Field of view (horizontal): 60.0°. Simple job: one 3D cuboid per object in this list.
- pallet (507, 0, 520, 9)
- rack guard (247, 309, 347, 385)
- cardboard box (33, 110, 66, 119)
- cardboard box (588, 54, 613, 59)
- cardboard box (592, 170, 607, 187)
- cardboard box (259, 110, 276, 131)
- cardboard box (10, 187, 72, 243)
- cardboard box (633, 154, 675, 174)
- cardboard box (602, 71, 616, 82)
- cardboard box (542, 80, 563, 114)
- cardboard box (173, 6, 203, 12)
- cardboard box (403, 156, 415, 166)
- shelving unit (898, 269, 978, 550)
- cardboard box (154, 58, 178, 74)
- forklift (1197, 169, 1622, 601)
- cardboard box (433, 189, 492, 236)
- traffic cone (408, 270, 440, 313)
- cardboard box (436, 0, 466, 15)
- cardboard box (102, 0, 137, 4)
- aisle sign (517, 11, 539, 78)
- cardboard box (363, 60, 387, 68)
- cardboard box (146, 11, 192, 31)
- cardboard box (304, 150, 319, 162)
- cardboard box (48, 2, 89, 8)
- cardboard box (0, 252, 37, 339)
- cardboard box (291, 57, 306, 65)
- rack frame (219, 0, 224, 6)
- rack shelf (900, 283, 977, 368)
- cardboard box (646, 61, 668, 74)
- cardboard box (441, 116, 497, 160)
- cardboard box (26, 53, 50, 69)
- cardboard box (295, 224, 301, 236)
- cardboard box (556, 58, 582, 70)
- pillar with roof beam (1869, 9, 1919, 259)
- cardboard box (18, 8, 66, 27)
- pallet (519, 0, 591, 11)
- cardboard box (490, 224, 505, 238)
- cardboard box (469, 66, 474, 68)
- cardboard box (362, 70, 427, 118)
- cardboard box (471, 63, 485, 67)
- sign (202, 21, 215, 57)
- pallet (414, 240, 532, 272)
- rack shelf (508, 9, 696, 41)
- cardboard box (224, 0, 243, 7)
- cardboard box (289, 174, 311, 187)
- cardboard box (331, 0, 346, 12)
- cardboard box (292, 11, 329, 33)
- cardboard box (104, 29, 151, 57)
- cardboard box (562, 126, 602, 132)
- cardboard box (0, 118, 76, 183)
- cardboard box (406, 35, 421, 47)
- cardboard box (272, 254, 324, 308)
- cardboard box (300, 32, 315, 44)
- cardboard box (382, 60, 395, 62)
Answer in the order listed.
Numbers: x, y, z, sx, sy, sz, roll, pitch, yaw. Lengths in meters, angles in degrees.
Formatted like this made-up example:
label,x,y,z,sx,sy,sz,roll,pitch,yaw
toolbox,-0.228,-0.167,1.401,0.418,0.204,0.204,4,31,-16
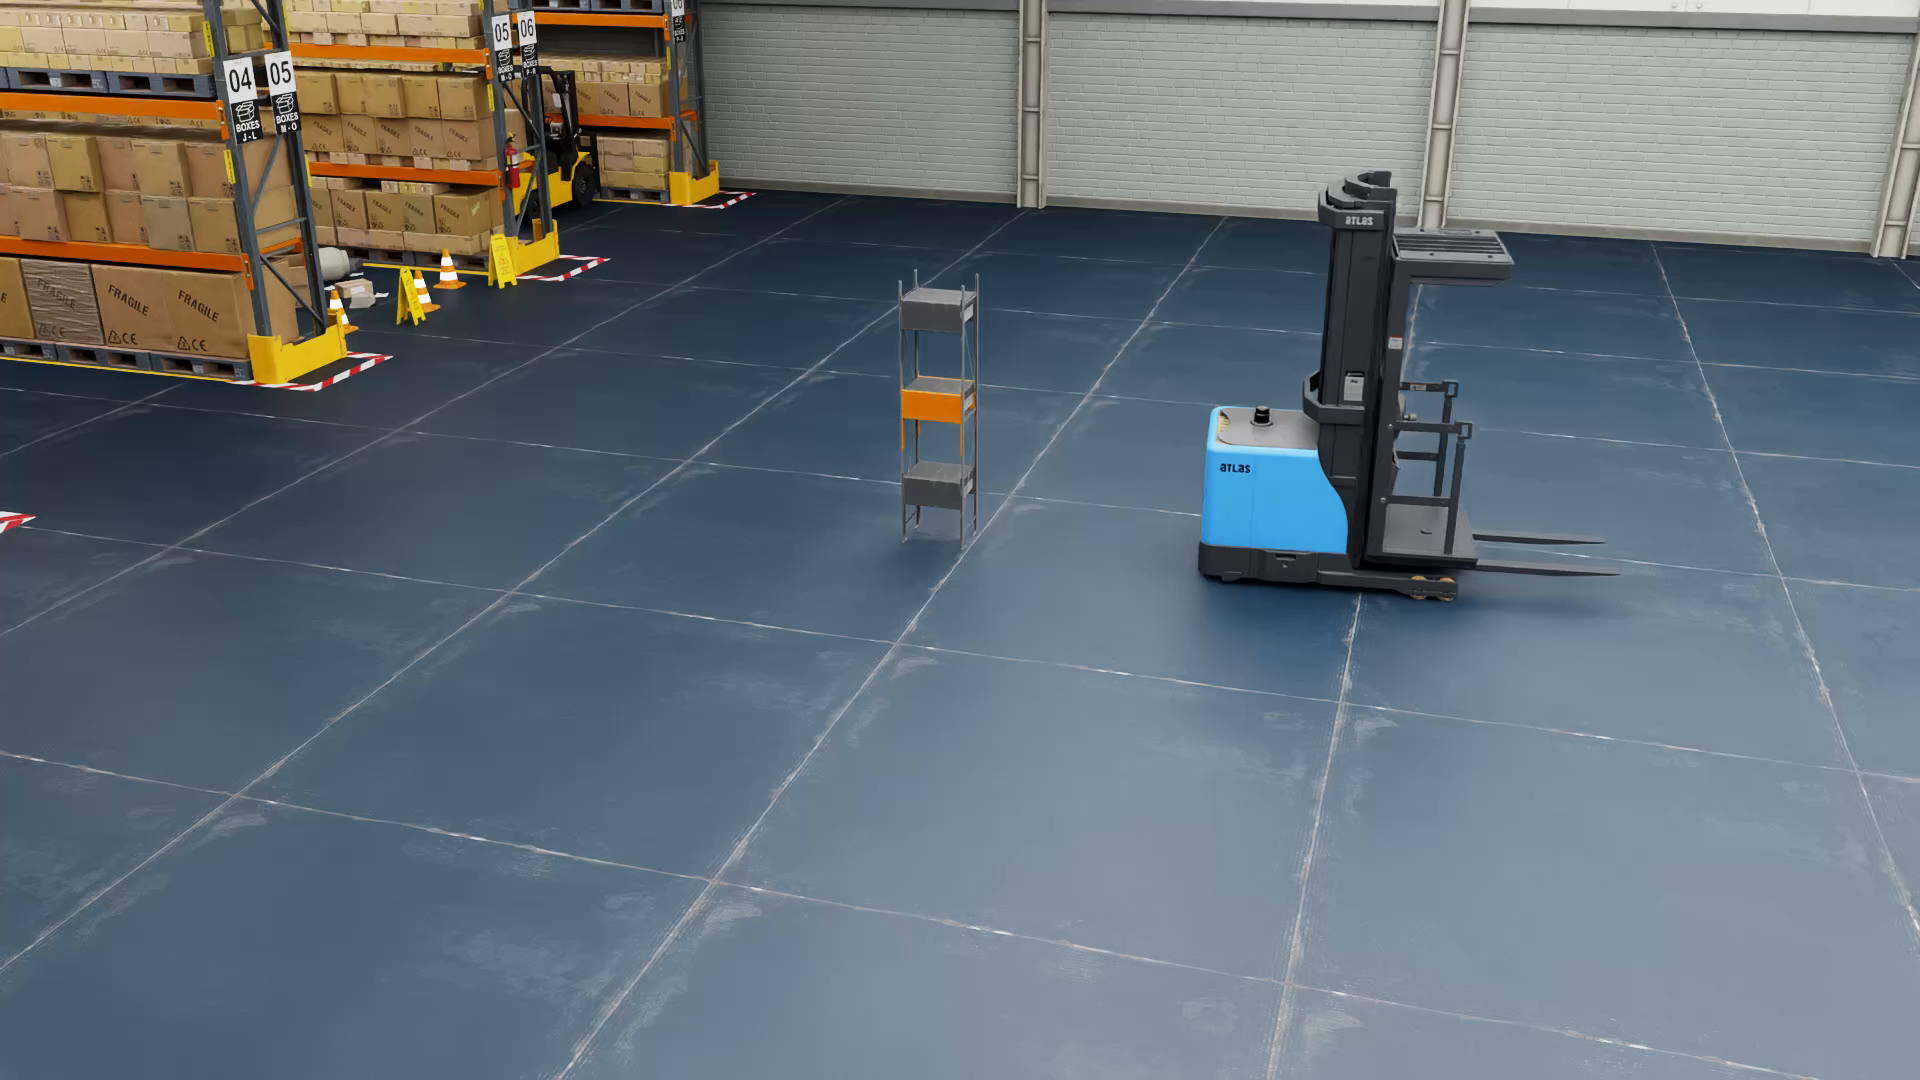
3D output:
label,x,y,z,sx,sy,sz,roll,pitch,yaw
pallet,-7.232,-8.525,26.169,1.213,0.211,1.003,7,23,16
rack guard,-6.967,-2.051,17.516,0.348,0.500,1.175,7,23,16
cardboard box,-12.451,-6.087,22.984,0.500,0.500,0.500,8,24,18
cardboard box,-5.699,-7.603,26.380,0.250,0.149,0.380,6,23,14
cardboard box,-5.718,-5.798,26.428,0.500,0.250,0.500,7,23,16
cardboard box,-9.146,-5.492,22.089,0.500,0.500,0.500,6,23,15
cardboard box,-9.447,-3.528,17.625,0.550,0.550,0.875,7,23,16
cardboard box,-4.783,-5.917,26.058,0.500,0.250,0.500,6,23,15
cardboard box,-5.358,-7.205,25.801,0.250,0.149,0.380,6,23,15
cardboard box,-6.243,-6.996,26.145,0.500,0.500,0.500,7,23,16
cardboard box,-7.702,-5.299,16.783,0.250,0.149,0.380,6,23,15
cardboard box,-7.051,-4.986,21.710,0.250,0.149,0.380,7,23,16
shelving unit,-0.158,-0.990,12.821,0.503,2.100,0.431,7,23,16
cardboard box,-7.648,-4.663,16.285,0.250,0.149,0.380,7,23,16
forklift,3.345,-1.130,12.069,3.031,2.935,1.130,4,23,9
cardboard box,-6.500,-4.282,21.742,0.500,0.500,0.500,7,23,16
traffic cone,-6.437,-2.984,19.839,0.334,0.463,0.336,7,23,16
cardboard box,-6.302,-6.632,20.719,0.250,0.149,0.380,7,23,16
cardboard box,-11.059,-7.096,22.213,0.500,0.250,0.500,7,23,16
aisle sign,-5.508,-6.328,21.224,0.004,0.787,0.394,7,23,16
cardboard box,-9.442,-7.665,26.922,0.250,0.149,0.380,6,23,14
cardboard box,-7.649,-5.033,16.134,0.250,0.149,0.380,7,23,16
cardboard box,-8.531,-5.124,22.045,0.250,0.149,0.380,7,23,17
cardboard box,-9.170,-5.467,17.192,0.250,0.149,0.380,6,23,15
cardboard box,-10.238,-2.765,18.211,0.875,0.875,0.875,7,23,16
cardboard box,-10.903,-7.833,27.332,0.250,0.149,0.380,7,23,16
rack frame,-9.487,-8.234,21.390,0.127,3.000,1.000,7,23,16
rack shelf,-0.158,-1.625,12.560,0.480,0.518,0.431,7,23,16
cardboard box,-4.631,-7.270,25.568,0.250,0.149,0.380,7,23,16
cardboard box,-6.256,-5.163,21.285,0.500,0.500,0.500,6,23,15
cardboard box,-9.113,-4.830,16.692,0.250,0.149,0.380,7,23,16
cardboard box,-9.000,-4.217,22.574,0.500,0.250,0.500,5,23,13
cardboard box,-6.101,-7.436,25.972,0.250,0.149,0.380,7,23,16
pillar with roof beam,11.356,-6.465,17.079,0.400,9.000,9.100,7,23,16
cardboard box,-9.113,-5.199,16.541,0.250,0.149,0.380,6,23,15
pallet,-6.068,-8.390,25.841,1.213,0.211,1.003,7,23,16
cardboard box,-6.350,-4.131,22.362,0.500,0.250,0.500,6,23,15
cardboard box,-7.579,-7.450,26.398,0.250,0.149,0.380,7,23,17
cardboard box,-7.210,-5.719,21.325,0.500,0.500,0.700,6,23,15
cardboard box,-7.555,-7.614,26.405,0.250,0.149,0.380,7,23,16
sign,-7.160,-4.775,15.849,0.005,0.325,0.100,7,23,16
pallet,-6.497,-3.840,22.257,1.213,0.211,1.003,7,23,16
rack shelf,-6.142,-8.098,25.959,4.000,0.370,1.077,7,23,16
cardboard box,-9.279,-6.945,21.482,0.250,0.149,0.380,6,23,15
cardboard box,-8.897,-4.829,22.222,0.250,0.149,0.380,7,23,16
cardboard box,-7.767,-6.805,21.140,0.250,0.149,0.380,7,23,17
cardboard box,-8.172,-6.654,21.296,0.500,0.250,0.500,7,23,16
cardboard box,-8.018,-4.914,16.370,0.500,0.250,0.500,7,23,16
cardboard box,-6.076,-6.500,26.822,0.500,0.250,0.500,6,23,14
cardboard box,-9.916,-4.146,17.711,0.550,0.550,0.875,7,23,16
cardboard box,-6.795,-6.337,21.051,0.250,0.149,0.380,7,23,16
cardboard box,-8.070,-3.137,20.160,0.637,0.503,0.797,-9,24,-21
cardboard box,-8.275,-6.495,21.435,0.250,0.149,0.380,6,23,14
cardboard box,-9.293,-7.858,27.393,0.250,0.149,0.380,7,23,15
